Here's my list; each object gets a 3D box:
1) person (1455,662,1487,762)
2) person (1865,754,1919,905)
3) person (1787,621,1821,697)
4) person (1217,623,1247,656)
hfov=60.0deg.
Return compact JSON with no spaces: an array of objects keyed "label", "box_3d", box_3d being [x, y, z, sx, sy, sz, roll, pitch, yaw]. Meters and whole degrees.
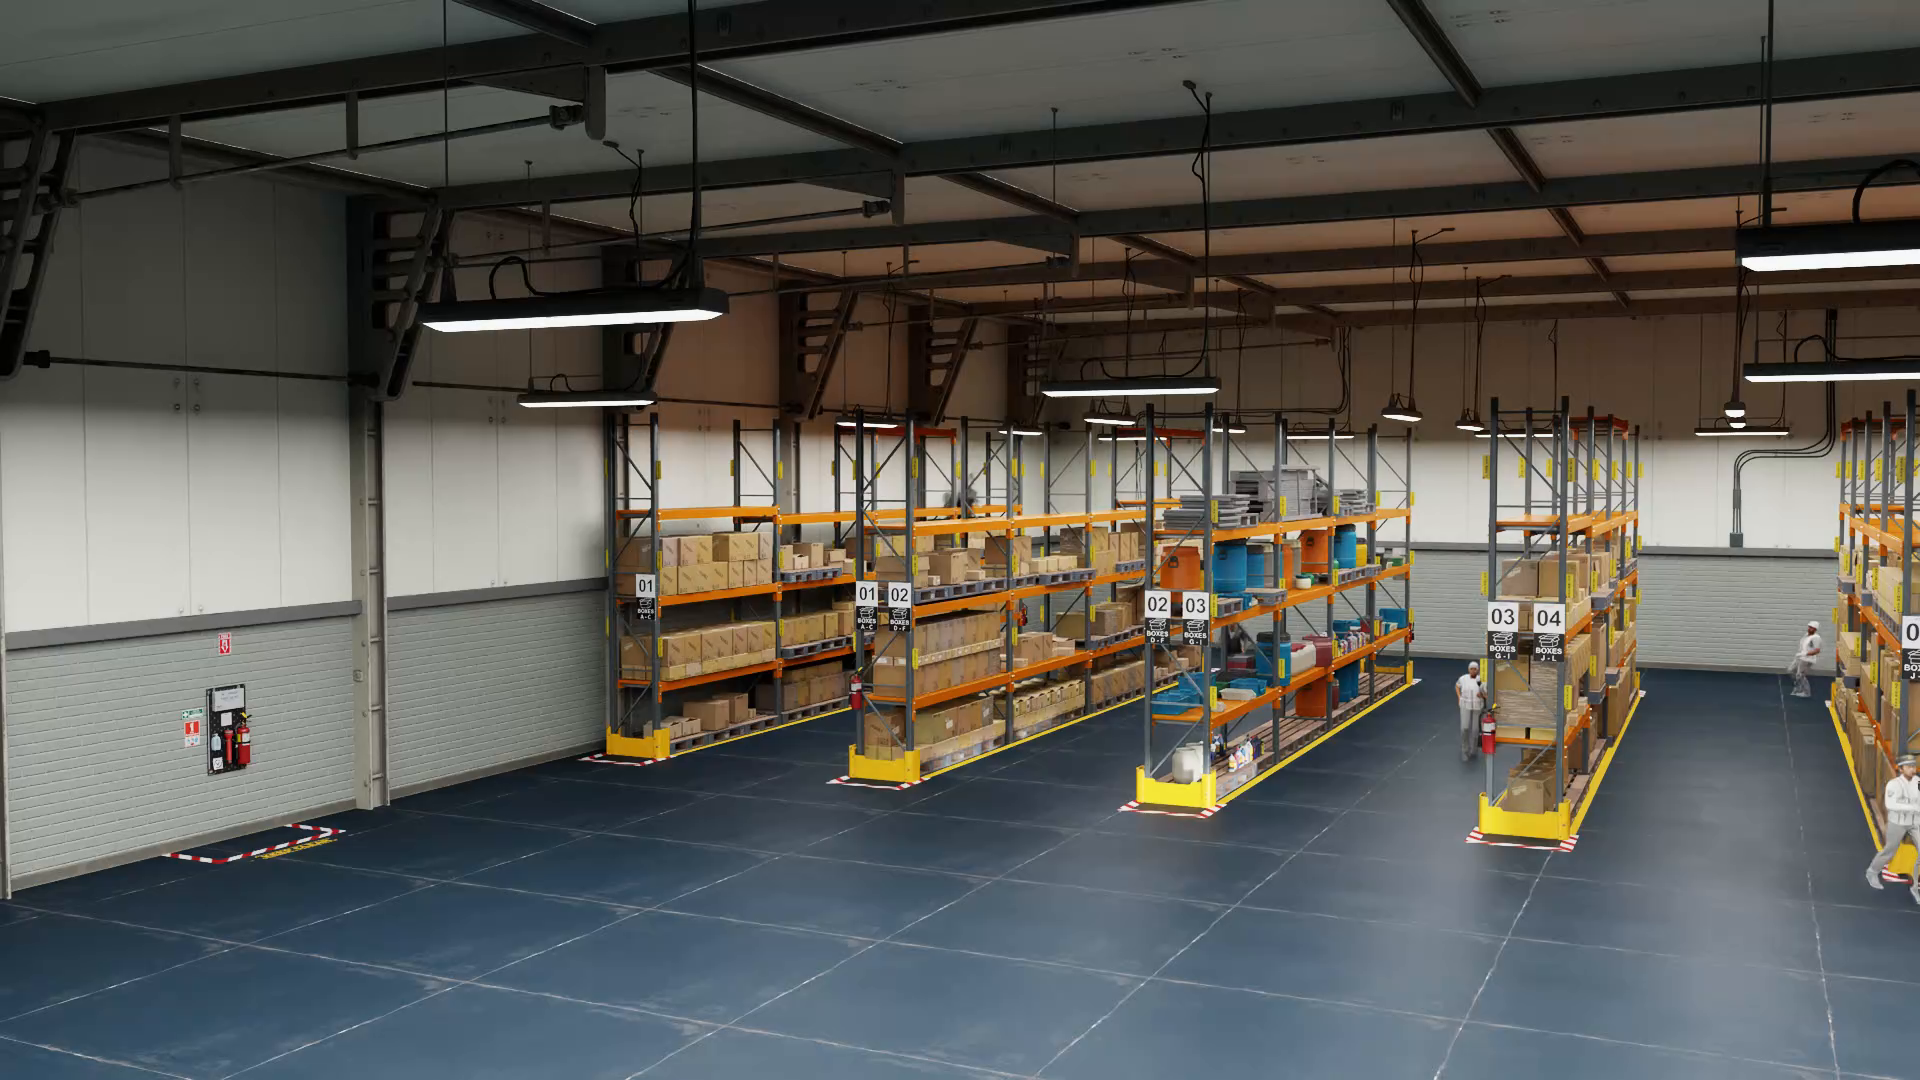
[{"label":"person","box_3d":[8.892,2.967,28.833,0.588,1.730,0.773,1,2,16]},{"label":"person","box_3d":[11.016,3.343,19.412,0.622,1.737,0.877,0,2,-5]},{"label":"person","box_3d":[18.474,2.615,36.416,0.555,1.717,0.783,0,2,10]},{"label":"person","box_3d":[6.106,2.590,37.334,0.670,1.707,0.831,1,2,13]}]
